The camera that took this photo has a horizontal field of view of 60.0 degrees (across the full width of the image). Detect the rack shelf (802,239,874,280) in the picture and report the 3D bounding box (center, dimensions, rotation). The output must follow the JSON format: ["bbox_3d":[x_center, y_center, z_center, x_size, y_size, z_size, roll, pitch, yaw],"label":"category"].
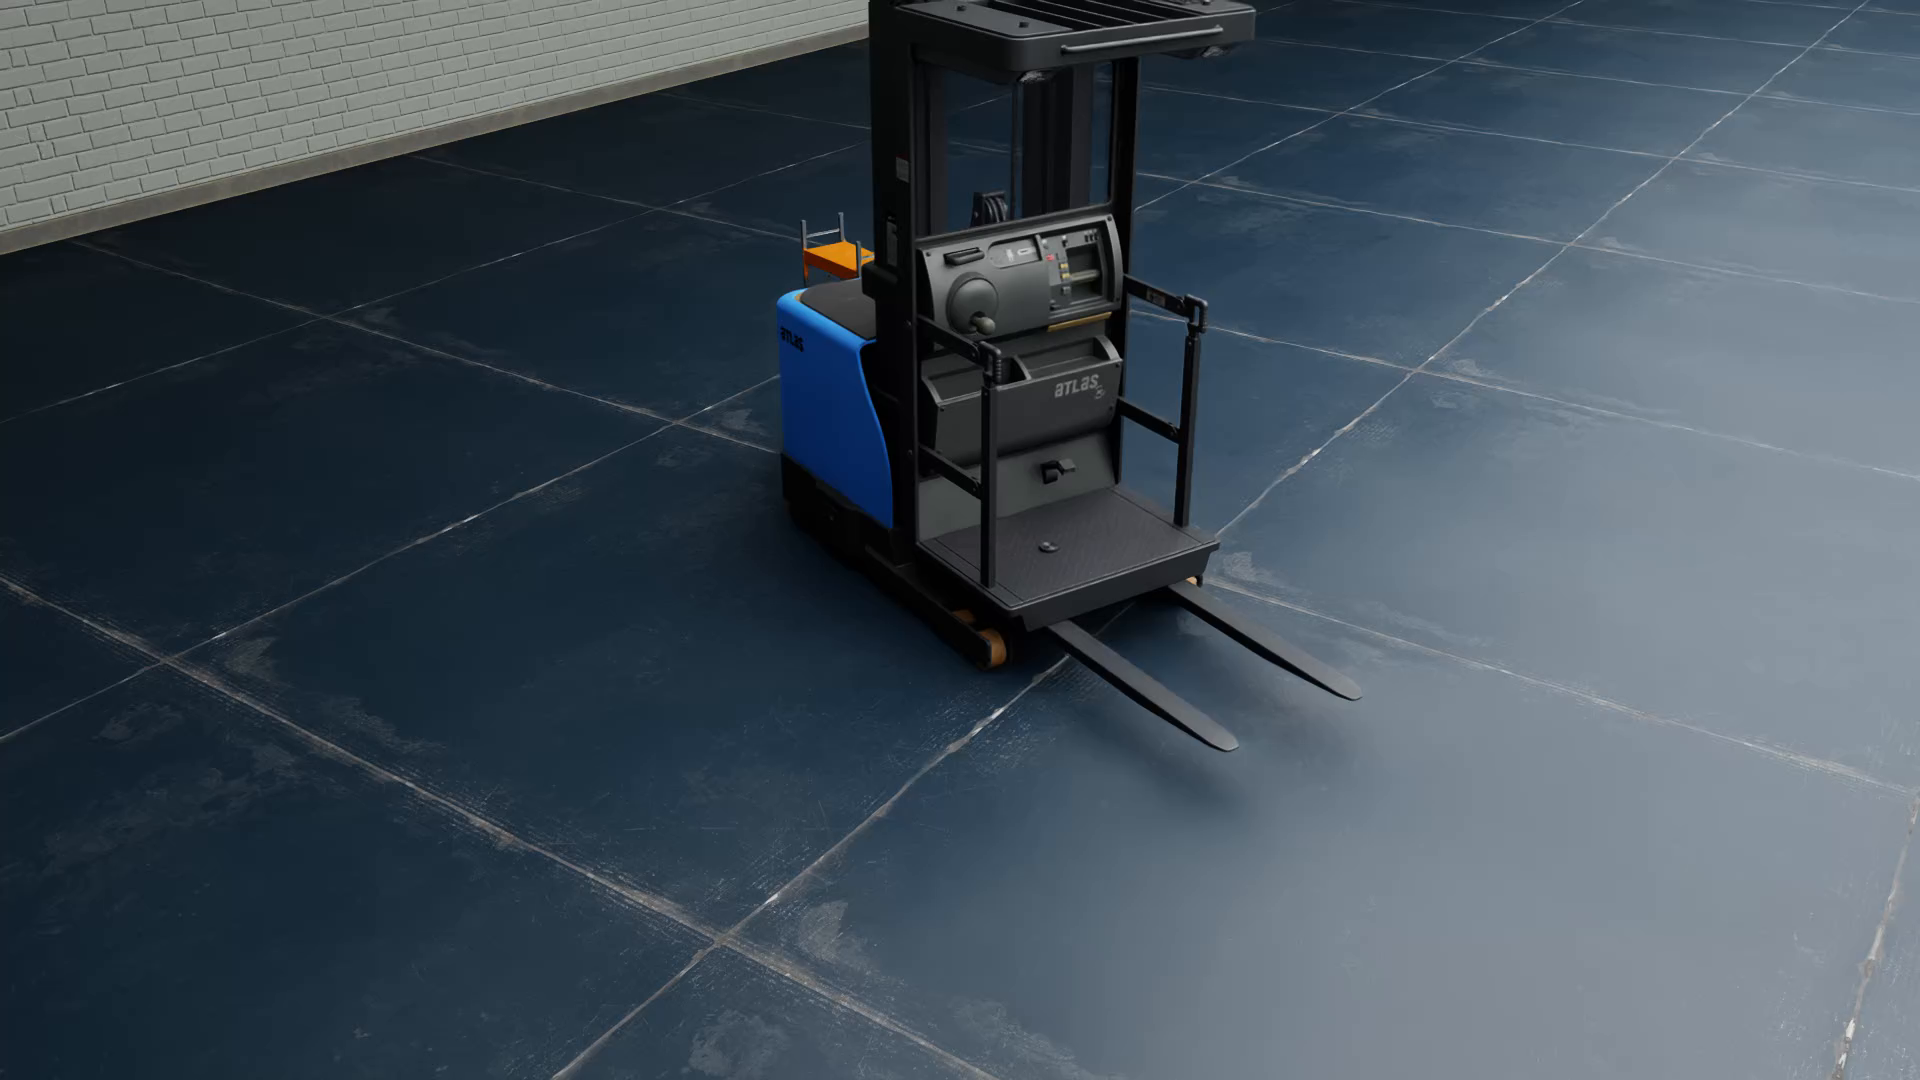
[{"bbox_3d":[-0.533,-1.325,8.116,0.258,0.148,0.480,-19,31,-32],"label":"rack shelf"}]

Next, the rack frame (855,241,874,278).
[{"bbox_3d":[-0.381,-0.888,8.111,0.240,1.200,0.015,-19,31,-32],"label":"rack frame"}]

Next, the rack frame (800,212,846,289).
[{"bbox_3d":[-0.673,-1.056,8.464,0.240,1.200,0.015,-19,31,-32],"label":"rack frame"}]

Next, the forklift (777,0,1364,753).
[{"bbox_3d":[0.378,-1.029,6.504,1.130,2.935,3.031,-17,31,-29],"label":"forklift"}]

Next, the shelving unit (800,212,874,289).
[{"bbox_3d":[-0.527,-0.972,8.288,0.258,1.200,0.503,-19,31,-32],"label":"shelving unit"}]
